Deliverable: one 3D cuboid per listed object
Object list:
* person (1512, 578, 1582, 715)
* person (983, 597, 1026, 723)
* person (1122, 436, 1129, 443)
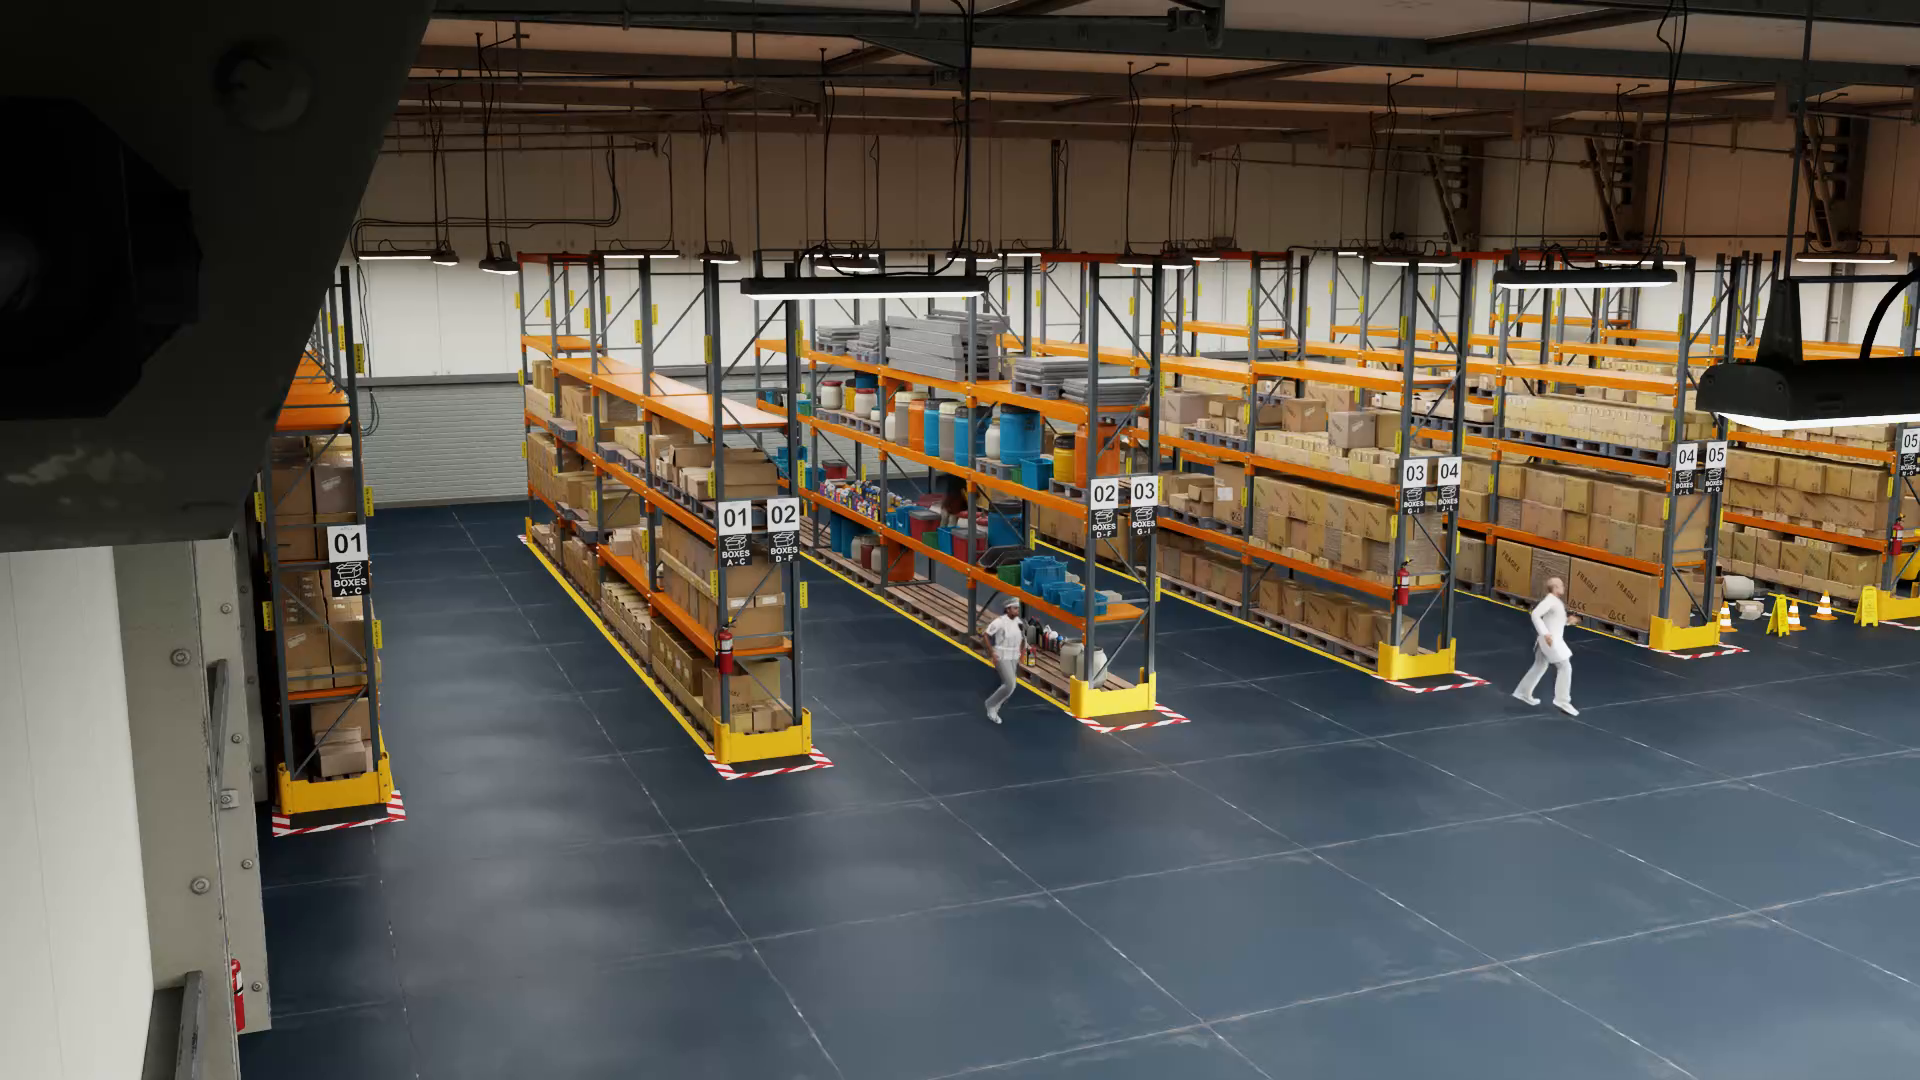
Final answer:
[{"bbox_3d":[7.920,1.408,22.375,0.847,1.838,0.692,2,11,12],"label":"person"},{"bbox_3d":[0.648,1.575,21.890,0.578,1.660,0.529,-10,14,-43],"label":"person"},{"bbox_3d":[4.155,-1.893,40.790,0.631,1.679,0.849,7,13,34],"label":"person"}]
